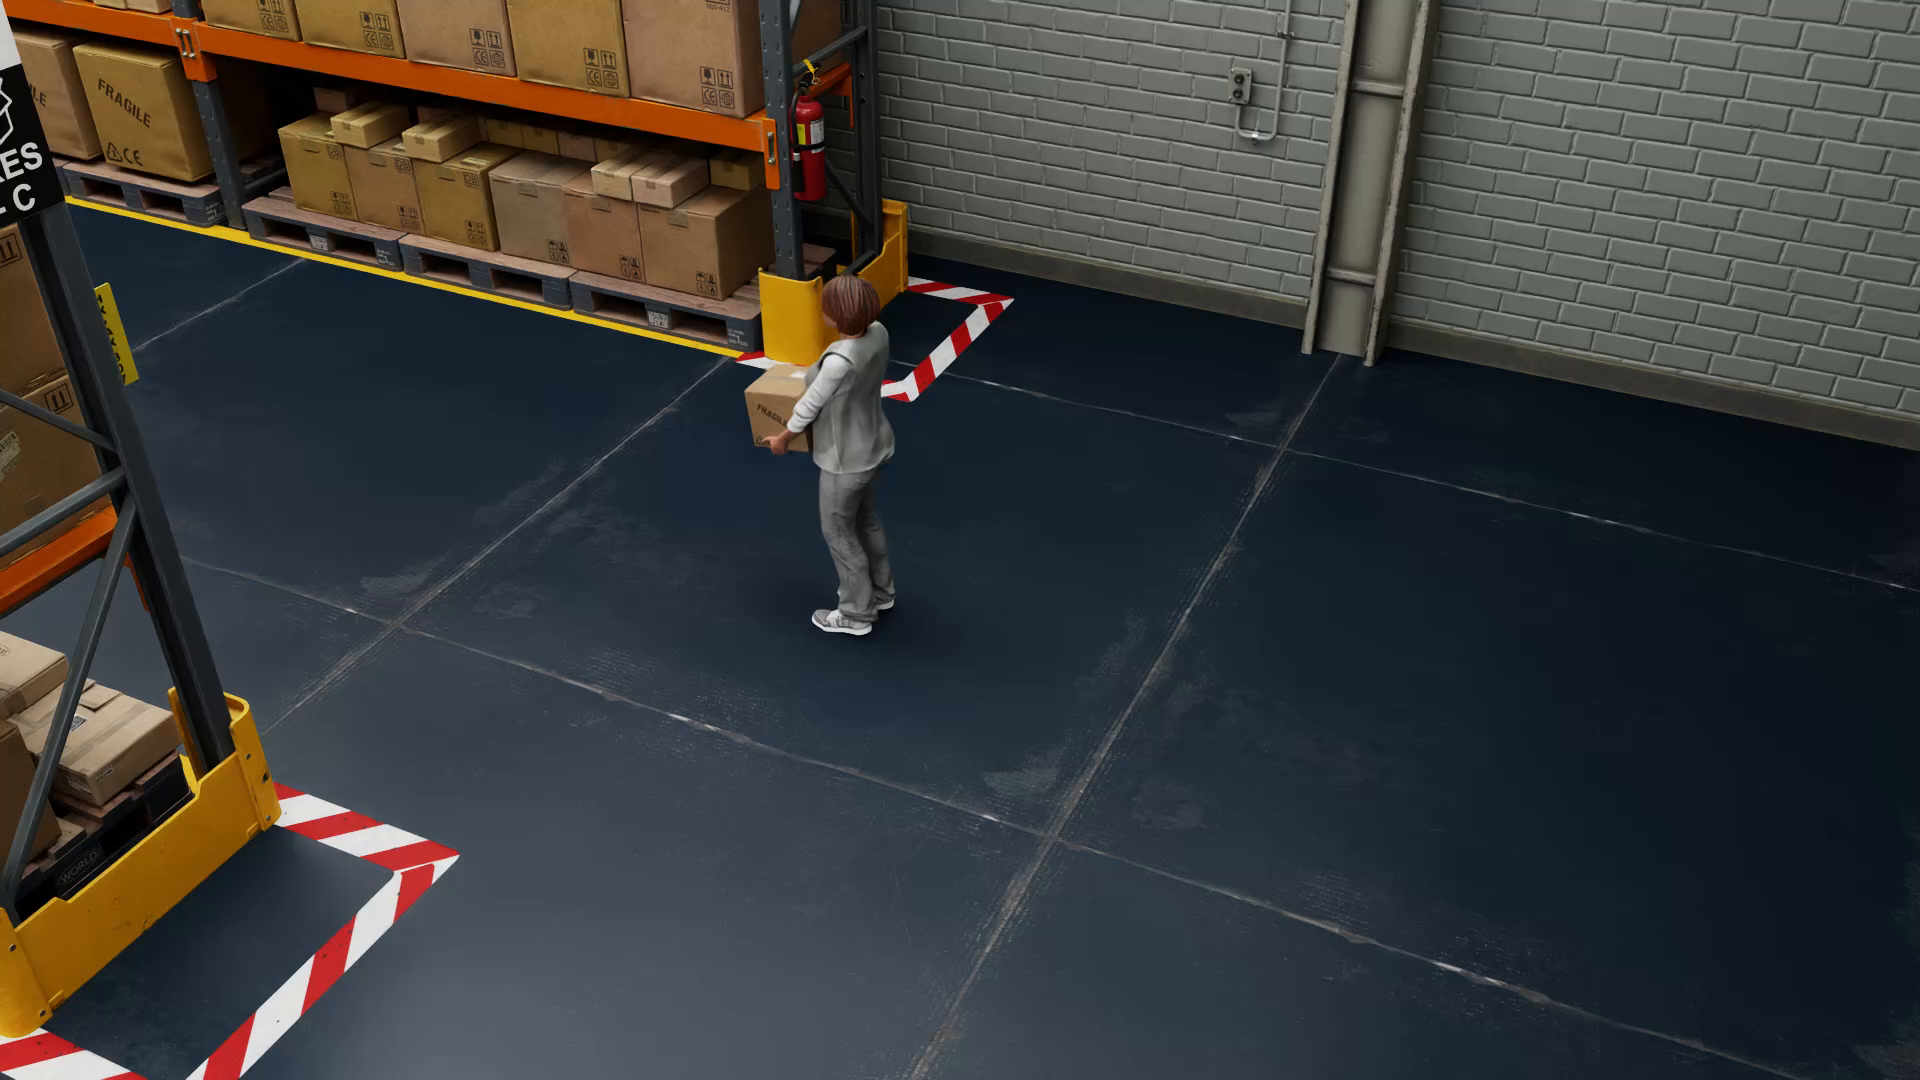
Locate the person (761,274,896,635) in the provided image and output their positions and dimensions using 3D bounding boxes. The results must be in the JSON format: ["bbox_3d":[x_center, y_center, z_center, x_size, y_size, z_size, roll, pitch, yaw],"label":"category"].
[{"bbox_3d":[-0.513,-0.352,6.674,0.498,1.598,0.385,15,37,20],"label":"person"}]
